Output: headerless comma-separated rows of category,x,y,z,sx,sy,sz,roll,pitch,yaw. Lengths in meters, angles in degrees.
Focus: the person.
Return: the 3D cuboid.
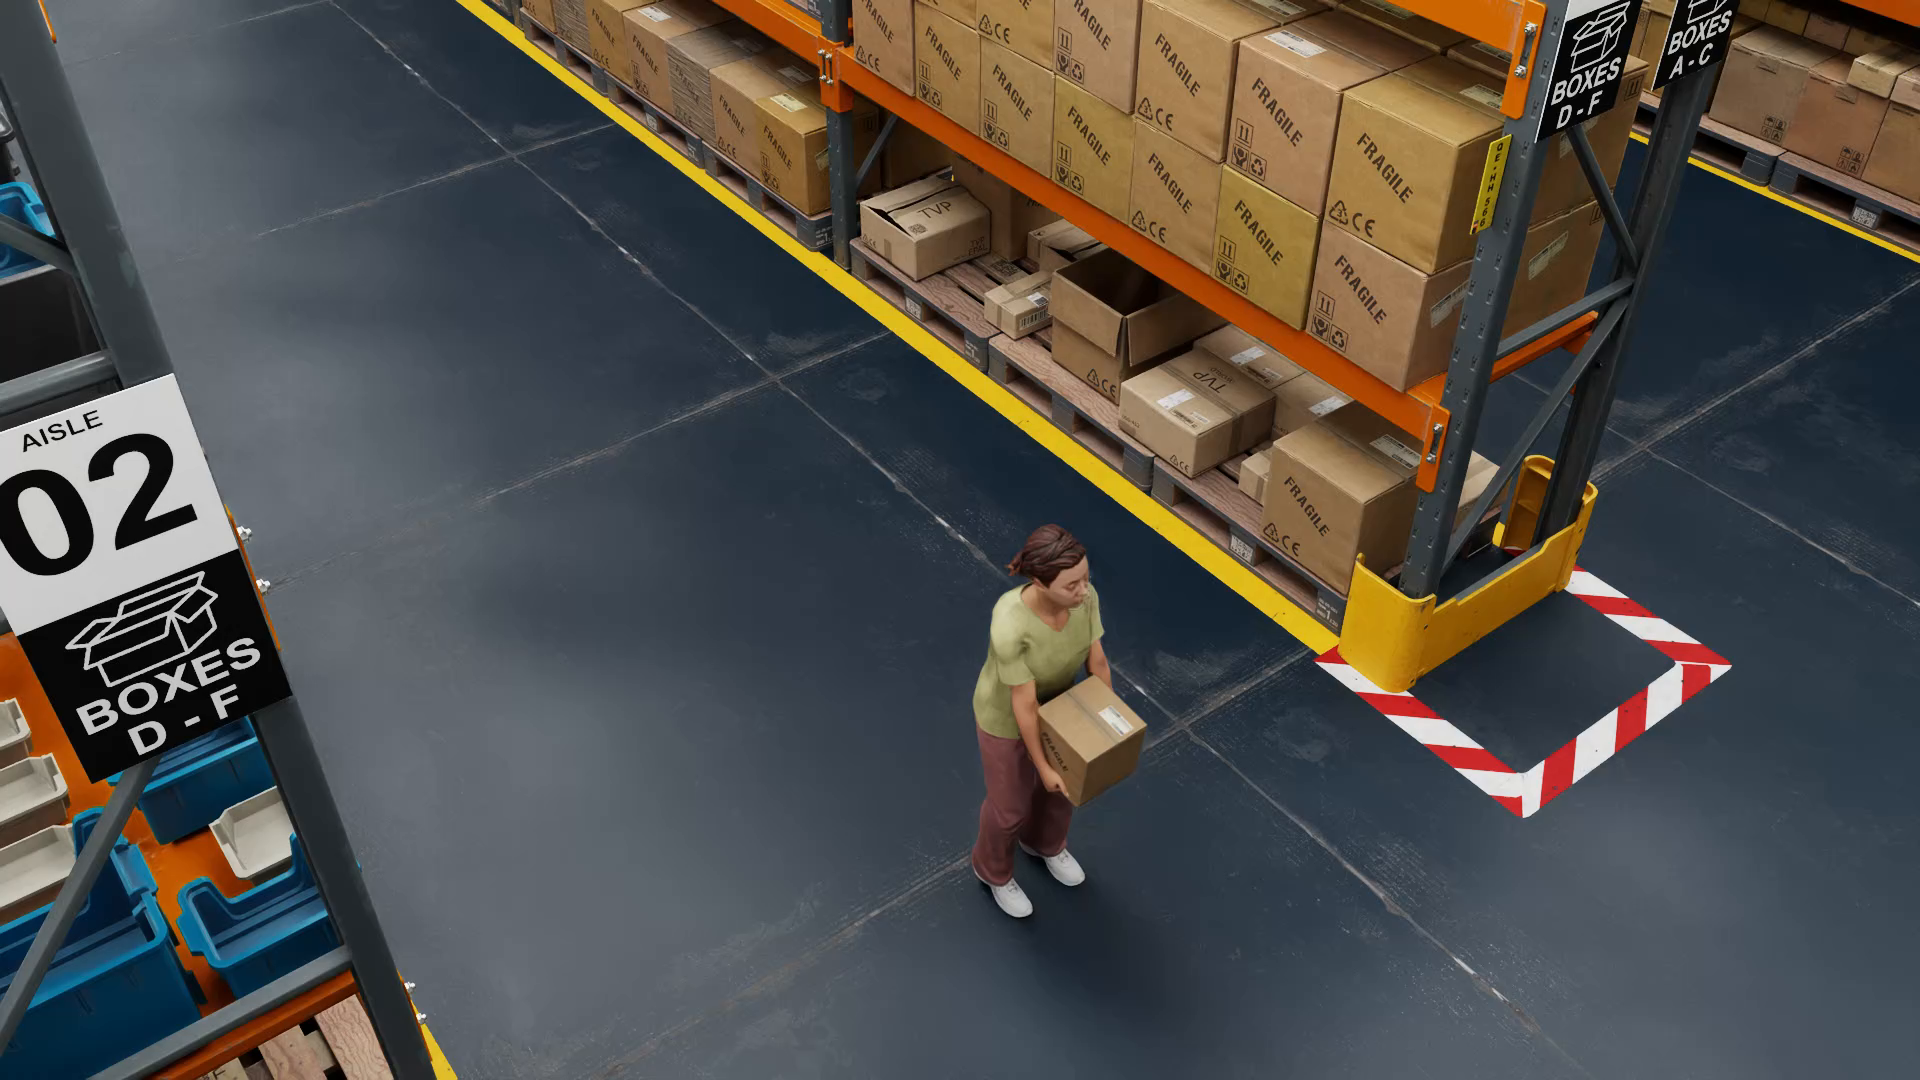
person,0.293,0.620,5.446,0.409,1.661,0.512,-27,47,-28
